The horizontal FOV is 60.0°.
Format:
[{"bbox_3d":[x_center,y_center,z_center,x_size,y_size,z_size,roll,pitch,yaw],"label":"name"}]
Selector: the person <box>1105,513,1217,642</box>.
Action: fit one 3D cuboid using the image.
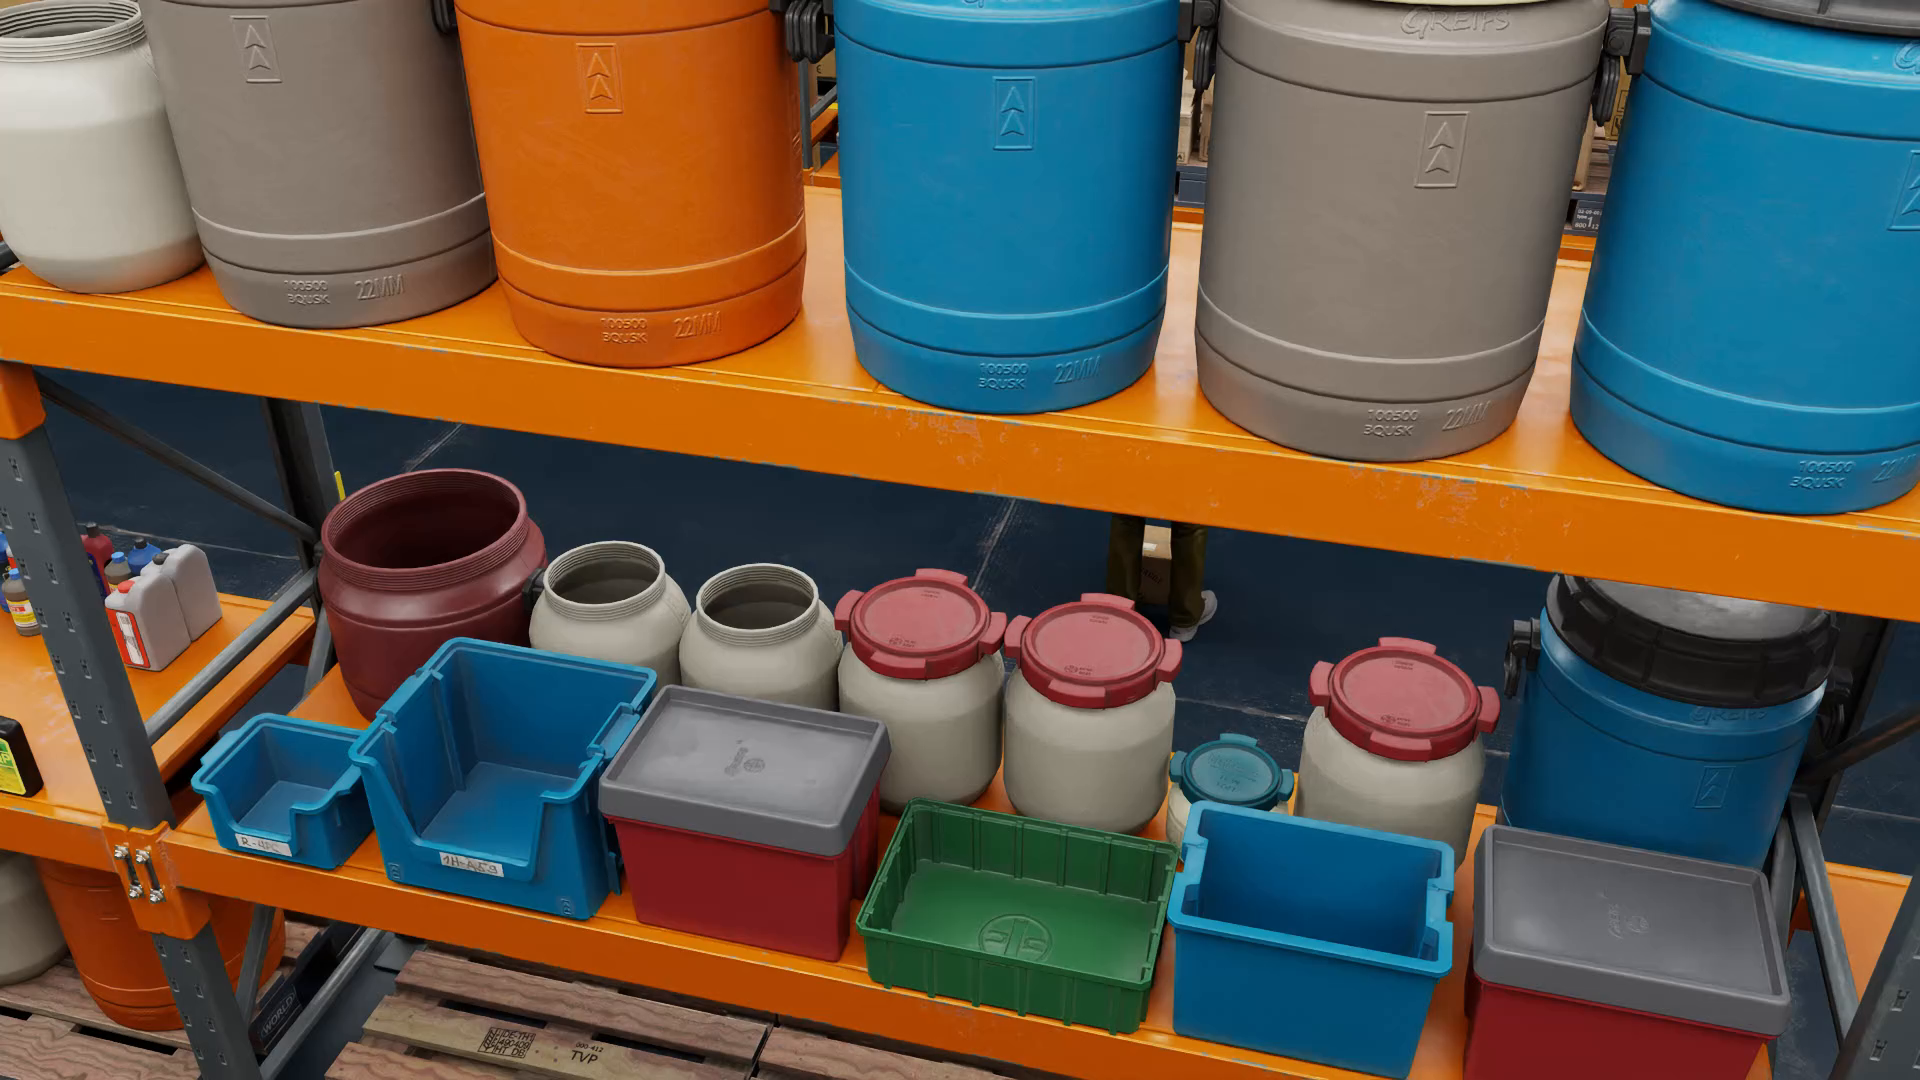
[{"bbox_3d":[0.821,-0.402,6.786,0.644,1.774,0.427,8,33,13],"label":"person"}]
